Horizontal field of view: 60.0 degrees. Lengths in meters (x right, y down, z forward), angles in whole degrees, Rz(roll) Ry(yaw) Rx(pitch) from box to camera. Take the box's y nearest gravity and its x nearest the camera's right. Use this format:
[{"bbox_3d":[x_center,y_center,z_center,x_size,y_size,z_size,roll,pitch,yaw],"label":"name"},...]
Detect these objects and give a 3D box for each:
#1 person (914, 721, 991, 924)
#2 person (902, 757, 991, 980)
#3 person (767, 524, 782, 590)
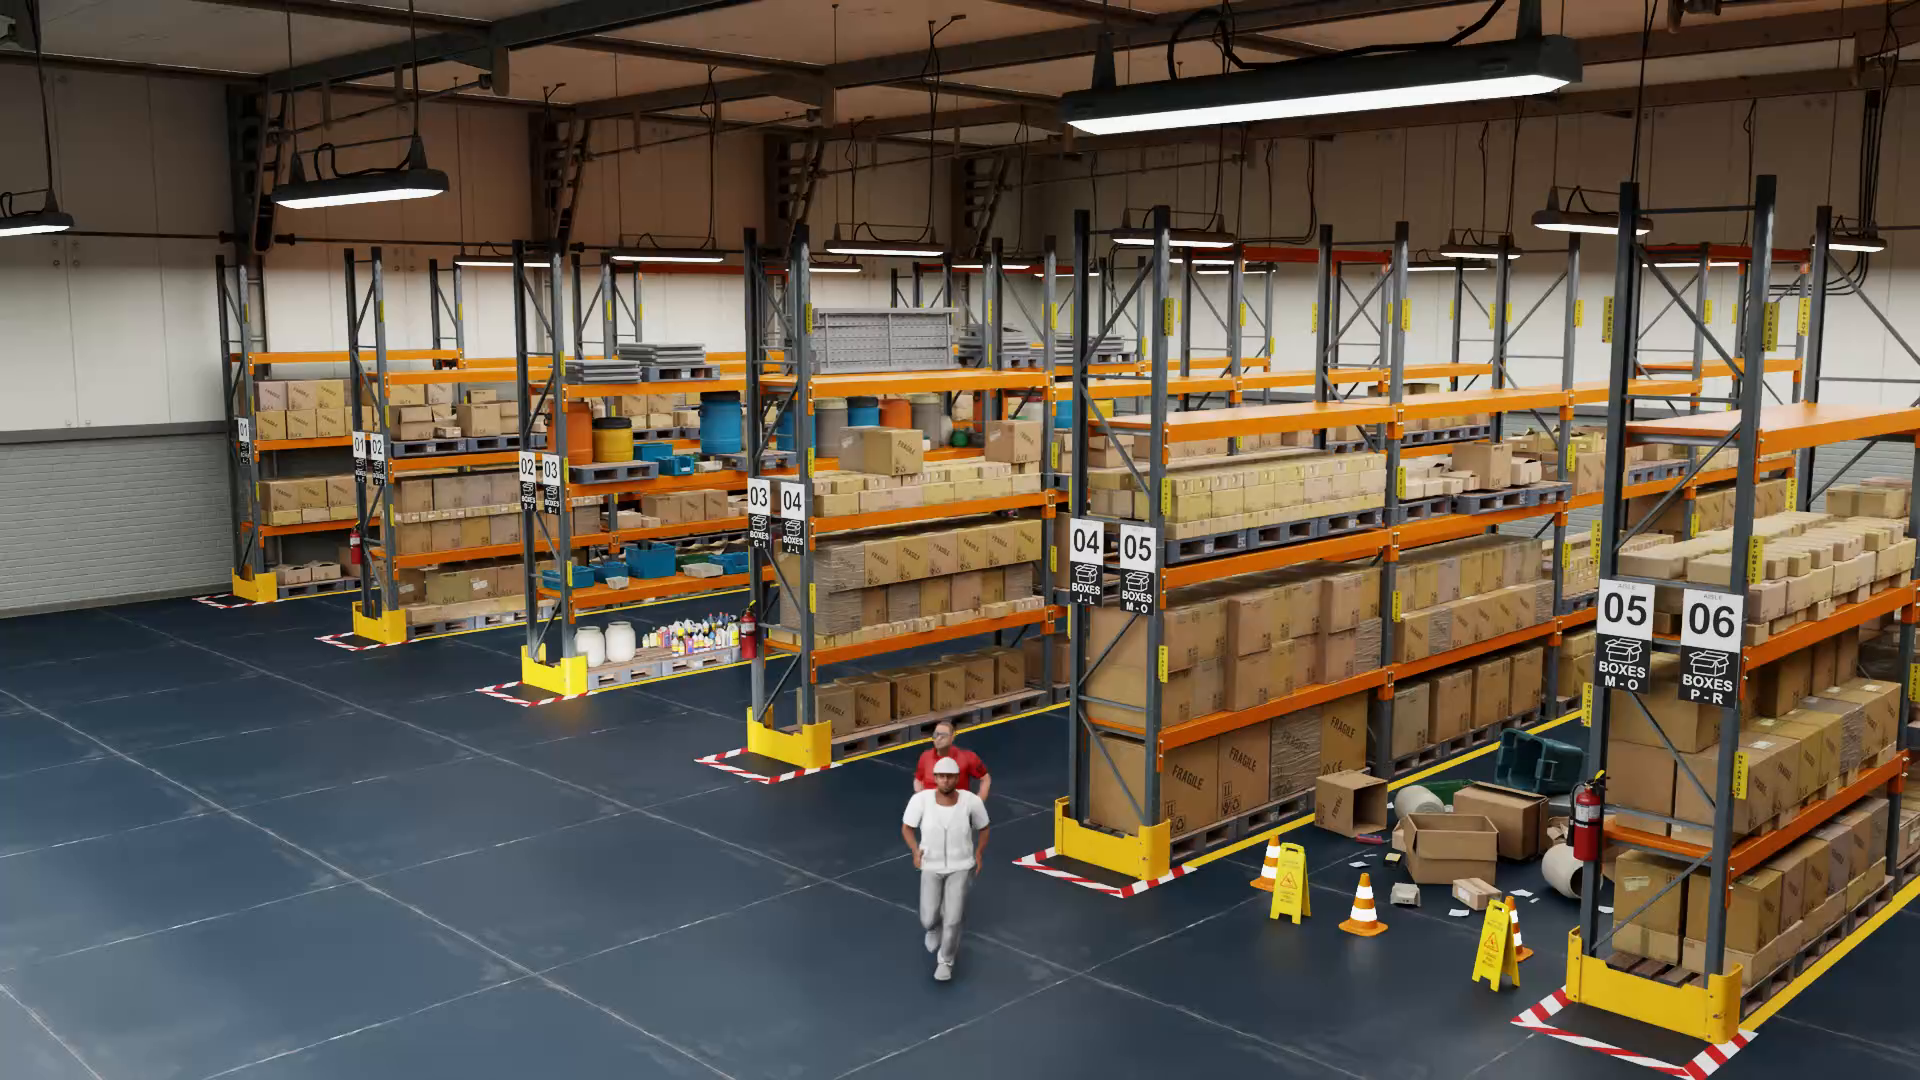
[{"bbox_3d":[-0.064,2.353,14.116,0.669,1.713,0.667,2,8,16],"label":"person"},{"bbox_3d":[-0.107,2.506,12.859,0.690,1.721,0.606,0,8,0],"label":"person"},{"bbox_3d":[-3.092,0.117,27.767,0.599,1.688,0.866,7,10,39],"label":"person"}]
